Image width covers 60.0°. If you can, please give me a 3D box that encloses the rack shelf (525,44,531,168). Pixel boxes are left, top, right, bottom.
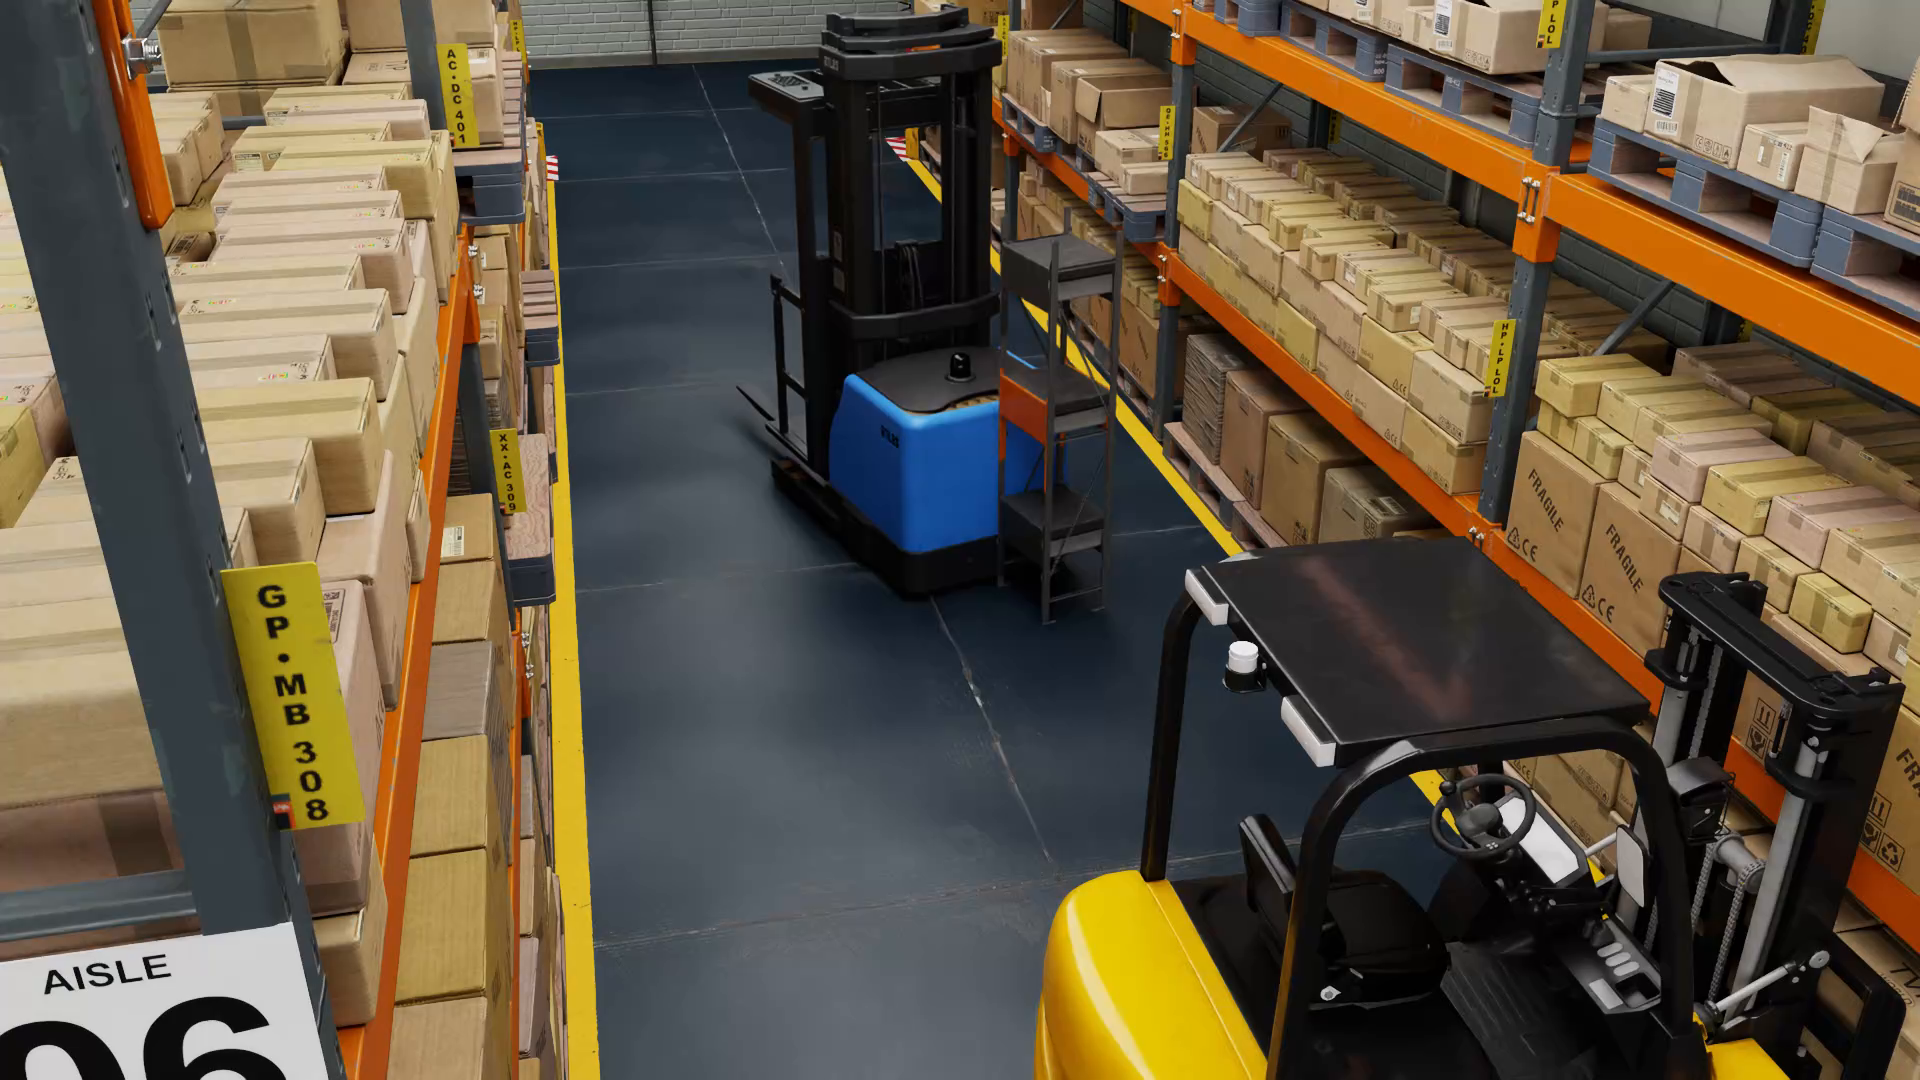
[{"bbox_3d":[-4.397,-3.868,14.882,1.077,0.370,4.000,-6,27,-12],"label":"rack shelf"}]

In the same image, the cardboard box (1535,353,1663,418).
[{"bbox_3d":[2.474,-0.601,6.452,0.380,0.149,0.250,-5,27,-11],"label":"cardboard box"}]

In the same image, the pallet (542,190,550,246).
[{"bbox_3d":[-4.320,-2.944,15.349,1.003,0.211,1.213,-6,27,-12],"label":"pallet"}]

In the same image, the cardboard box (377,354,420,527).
[{"bbox_3d":[-1.340,-0.142,3.210,0.500,0.250,0.500,-5,27,-10],"label":"cardboard box"}]

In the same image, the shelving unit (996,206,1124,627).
[{"bbox_3d":[0.500,-0.619,8.645,0.431,2.100,0.503,-14,30,-25],"label":"shelving unit"}]

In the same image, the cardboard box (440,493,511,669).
[{"bbox_3d":[-1.801,0.194,5.596,0.500,0.500,0.500,-7,28,-13],"label":"cardboard box"}]

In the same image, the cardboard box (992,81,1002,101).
[{"bbox_3d":[0.491,-3.931,14.488,0.380,0.149,0.250,-5,27,-10],"label":"cardboard box"}]

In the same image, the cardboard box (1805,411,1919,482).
[{"bbox_3d":[3.264,-0.329,5.912,0.380,0.149,0.250,-6,27,-13],"label":"cardboard box"}]

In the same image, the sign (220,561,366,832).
[{"bbox_3d":[-0.714,0.173,1.780,0.100,0.325,0.005,-6,27,-12],"label":"sign"}]

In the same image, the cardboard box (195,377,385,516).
[{"bbox_3d":[-1.176,-0.145,2.774,0.380,0.149,0.250,-6,27,-12],"label":"cardboard box"}]

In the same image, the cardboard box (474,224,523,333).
[{"bbox_3d":[-2.430,-1.301,8.092,0.500,0.500,0.500,-8,28,-15],"label":"cardboard box"}]

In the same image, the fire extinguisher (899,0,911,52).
[{"bbox_3d":[-0.496,-5.389,17.598,0.296,0.674,0.183,-6,27,-12],"label":"fire extinguisher"}]

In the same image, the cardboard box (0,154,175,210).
[{"bbox_3d":[-2.220,-0.864,4.198,0.380,0.149,0.250,-6,27,-12],"label":"cardboard box"}]

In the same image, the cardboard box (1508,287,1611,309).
[{"bbox_3d":[2.756,-1.048,7.666,0.380,0.149,0.250,-6,27,-12],"label":"cardboard box"}]

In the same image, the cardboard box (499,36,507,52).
[{"bbox_3d":[-3.382,-3.180,11.501,0.500,0.500,0.500,-5,27,-10],"label":"cardboard box"}]

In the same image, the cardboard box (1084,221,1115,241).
[{"bbox_3d":[1.155,-2.311,12.587,0.380,0.149,0.250,-6,27,-11],"label":"cardboard box"}]

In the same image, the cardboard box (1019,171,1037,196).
[{"bbox_3d":[0.710,-2.993,13.939,0.380,0.149,0.250,-5,27,-9],"label":"cardboard box"}]

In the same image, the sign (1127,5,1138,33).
[{"bbox_3d":[1.429,-4.391,13.836,0.100,0.325,0.005,-6,27,-12],"label":"sign"}]

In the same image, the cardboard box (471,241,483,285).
[{"bbox_3d":[-2.250,-1.162,7.096,0.380,0.149,0.250,-4,27,-9],"label":"cardboard box"}]

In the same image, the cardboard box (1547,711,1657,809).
[{"bbox_3d":[2.600,0.759,6.393,0.500,0.250,0.500,-6,27,-12],"label":"cardboard box"}]

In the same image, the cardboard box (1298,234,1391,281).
[{"bbox_3d":[1.946,-1.433,8.428,0.380,0.149,0.250,-7,28,-13],"label":"cardboard box"}]

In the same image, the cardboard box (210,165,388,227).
[{"bbox_3d":[-1.610,-0.809,4.089,0.380,0.149,0.250,-6,28,-13],"label":"cardboard box"}]

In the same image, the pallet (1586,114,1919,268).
[{"bbox_3d":[2.909,-1.232,5.632,1.003,0.211,1.213,-6,27,-12],"label":"pallet"}]

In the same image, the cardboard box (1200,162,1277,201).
[{"bbox_3d":[1.636,-2.108,9.766,0.380,0.149,0.250,-5,27,-10],"label":"cardboard box"}]

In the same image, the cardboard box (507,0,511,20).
[{"bbox_3d":[-3.818,-4.035,13.195,0.500,0.500,0.500,-6,27,-11],"label":"cardboard box"}]

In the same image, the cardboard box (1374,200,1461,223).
[{"bbox_3d":[2.471,-1.725,9.007,0.380,0.149,0.250,-6,27,-12],"label":"cardboard box"}]

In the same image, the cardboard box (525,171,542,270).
[{"bbox_3d":[-3.729,-2.286,12.841,0.875,0.875,0.875,-5,27,-10],"label":"cardboard box"}]

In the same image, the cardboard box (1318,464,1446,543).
[{"bbox_3d":[2.396,-0.001,8.593,0.875,0.625,0.625,-6,27,-12],"label":"cardboard box"}]

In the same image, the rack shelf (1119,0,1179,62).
[{"bbox_3d":[1.339,-3.956,11.729,1.077,0.370,4.000,-6,27,-12],"label":"rack shelf"}]

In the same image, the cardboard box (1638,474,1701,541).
[{"bbox_3d":[2.636,-0.131,5.850,0.380,0.149,0.250,-5,27,-10],"label":"cardboard box"}]

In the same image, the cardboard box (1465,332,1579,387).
[{"bbox_3d":[2.398,-0.766,7.108,0.380,0.149,0.250,-5,27,-10],"label":"cardboard box"}]

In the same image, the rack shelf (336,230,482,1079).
[{"bbox_3d":[-1.693,0.061,3.769,1.077,0.370,4.000,-6,27,-12],"label":"rack shelf"}]

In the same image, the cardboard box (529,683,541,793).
[{"bbox_3d":[-2.264,0.957,6.975,0.950,0.372,0.625,-6,27,-11],"label":"cardboard box"}]

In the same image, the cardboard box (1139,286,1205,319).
[{"bbox_3d":[1.432,-1.613,11.204,0.380,0.149,0.250,-7,28,-14],"label":"cardboard box"}]

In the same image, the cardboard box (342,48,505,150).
[{"bbox_3d":[-1.885,-1.556,5.874,0.500,0.250,0.500,-7,28,-13],"label":"cardboard box"}]

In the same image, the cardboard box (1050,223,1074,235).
[{"bbox_3d":[1.016,-2.200,13.089,0.500,0.500,0.500,-7,28,-13],"label":"cardboard box"}]

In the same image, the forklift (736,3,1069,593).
[{"bbox_3d":[-0.524,-1.652,9.771,1.130,2.935,3.031,-14,30,-25],"label":"forklift"}]

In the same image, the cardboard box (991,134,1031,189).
[{"bbox_3d":[0.421,-3.531,15.725,0.700,0.500,0.500,-7,28,-14],"label":"cardboard box"}]

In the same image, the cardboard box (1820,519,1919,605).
[{"bbox_3d":[2.915,0.064,5.134,0.380,0.149,0.250,-6,27,-11],"label":"cardboard box"}]

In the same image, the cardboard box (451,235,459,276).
[{"bbox_3d":[-1.775,-0.918,5.190,0.380,0.149,0.250,-6,27,-11],"label":"cardboard box"}]

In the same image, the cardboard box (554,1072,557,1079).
[{"bbox_3d":[-1.509,1.930,5.183,0.500,0.250,0.500,-6,27,-11],"label":"cardboard box"}]

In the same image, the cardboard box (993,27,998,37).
[{"bbox_3d":[0.309,-4.520,15.212,0.500,0.250,0.500,-6,27,-12],"label":"cardboard box"}]

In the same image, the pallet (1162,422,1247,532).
[{"bbox_3d":[1.938,-0.450,10.408,1.003,0.211,1.213,-6,27,-12],"label":"pallet"}]

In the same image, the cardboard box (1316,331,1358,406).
[{"bbox_3d":[2.122,-0.873,8.318,0.500,0.250,0.500,-6,27,-11],"label":"cardboard box"}]

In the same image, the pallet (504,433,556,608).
[{"bbox_3d":[-2.174,-0.063,6.760,1.003,0.211,1.213,-6,27,-12],"label":"pallet"}]

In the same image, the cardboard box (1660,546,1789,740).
[{"bbox_3d":[2.786,0.321,5.673,0.500,0.500,0.500,-6,27,-12],"label":"cardboard box"}]

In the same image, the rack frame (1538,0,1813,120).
[{"bbox_3d":[2.692,-2.983,5.672,1.000,3.000,0.127,-6,27,-12],"label":"rack frame"}]

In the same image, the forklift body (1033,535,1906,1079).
[{"bbox_3d":[1.388,1.183,5.019,2.313,2.155,1.214,-6,27,-12],"label":"forklift body"}]

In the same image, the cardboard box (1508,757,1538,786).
[{"bbox_3d":[2.500,0.756,6.954,0.500,0.250,0.500,-6,27,-12],"label":"cardboard box"}]

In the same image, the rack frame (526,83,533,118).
[{"bbox_3d":[-4.848,-5.067,16.459,1.000,3.000,0.127,-6,27,-12],"label":"rack frame"}]

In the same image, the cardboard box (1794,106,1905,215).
[{"bbox_3d":[2.730,-1.133,4.909,0.396,0.266,0.258,-7,28,-13],"label":"cardboard box"}]

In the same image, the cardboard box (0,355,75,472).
[{"bbox_3d":[-1.757,-0.196,2.875,0.380,0.149,0.250,-6,27,-12],"label":"cardboard box"}]

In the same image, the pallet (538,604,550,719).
[{"bbox_3d":[-2.599,0.568,8.391,1.003,0.211,1.213,-6,27,-12],"label":"pallet"}]

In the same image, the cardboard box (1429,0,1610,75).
[{"bbox_3d":[2.291,-2.129,6.832,0.500,0.311,0.500,-7,28,-13],"label":"cardboard box"}]

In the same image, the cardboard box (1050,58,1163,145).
[{"bbox_3d":[1.073,-3.242,12.266,0.700,0.500,0.500,-6,27,-12],"label":"cardboard box"}]

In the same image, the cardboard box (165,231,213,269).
[{"bbox_3d":[-2.086,-0.536,3.990,0.500,0.250,0.500,-6,27,-11],"label":"cardboard box"}]

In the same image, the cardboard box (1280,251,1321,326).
[{"bbox_3d":[2.004,-1.324,8.655,0.500,0.250,0.500,-6,27,-11],"label":"cardboard box"}]
